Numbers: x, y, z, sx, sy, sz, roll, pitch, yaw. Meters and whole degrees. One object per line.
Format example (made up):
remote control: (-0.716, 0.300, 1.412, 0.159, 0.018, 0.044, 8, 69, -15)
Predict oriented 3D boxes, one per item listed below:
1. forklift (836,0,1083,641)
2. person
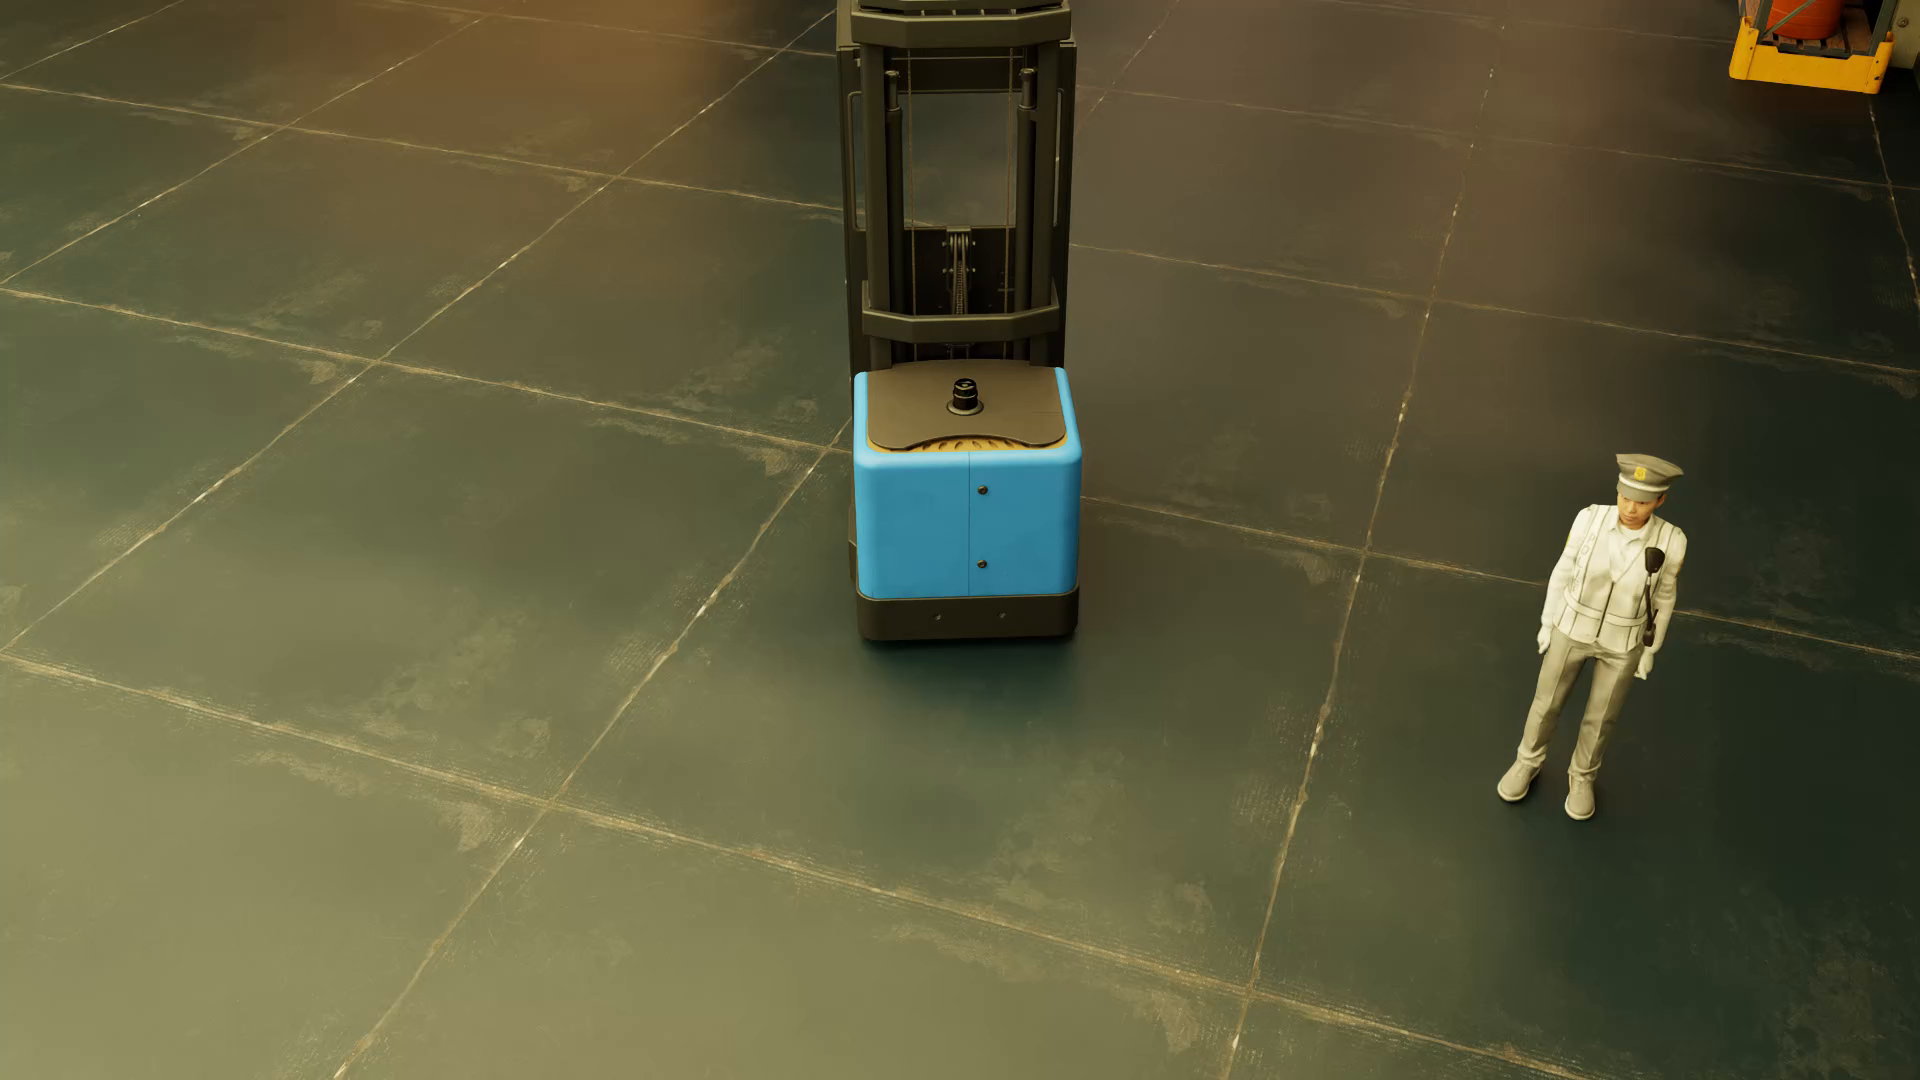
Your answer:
forklift: (-0.029, -1.547, 8.293, 1.130, 2.935, 3.031, -2, 35, -2)
person: (2.551, 0.388, 6.640, 0.464, 1.692, 0.336, 16, 38, 21)
